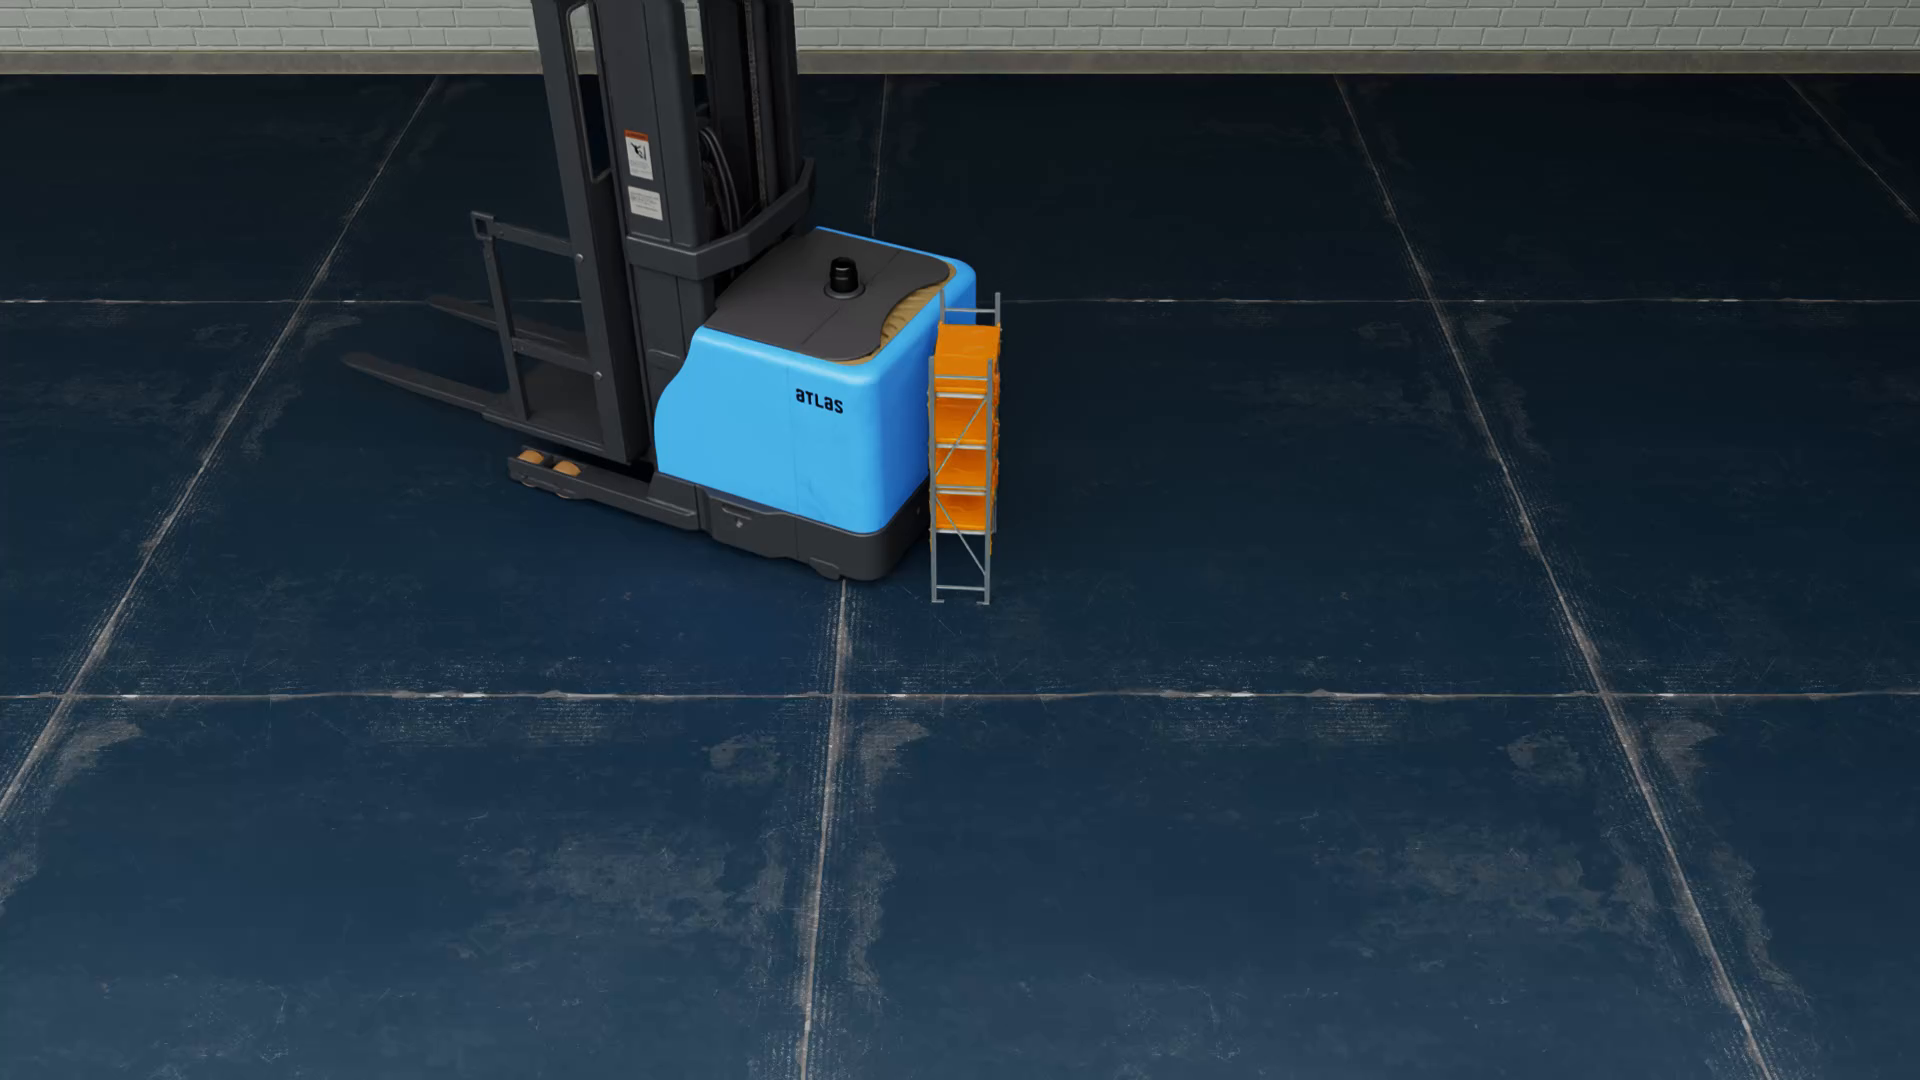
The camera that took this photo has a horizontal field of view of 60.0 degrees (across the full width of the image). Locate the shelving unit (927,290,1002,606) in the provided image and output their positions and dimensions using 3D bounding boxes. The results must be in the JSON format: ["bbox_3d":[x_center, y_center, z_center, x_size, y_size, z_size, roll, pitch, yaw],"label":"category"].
[{"bbox_3d":[0.022,-0.358,6.737,0.258,1.200,0.503,3,39,3],"label":"shelving unit"}]

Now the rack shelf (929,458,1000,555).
[{"bbox_3d":[0.022,-0.151,6.904,0.258,0.148,0.480,3,39,3],"label":"rack shelf"}]

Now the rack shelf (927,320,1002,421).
[{"bbox_3d":[0.022,-0.665,6.492,0.258,0.148,0.480,3,39,3],"label":"rack shelf"}]

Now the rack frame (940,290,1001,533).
[{"bbox_3d":[0.040,-0.510,6.927,0.240,1.200,0.015,3,39,3],"label":"rack frame"}]

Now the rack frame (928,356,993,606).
[{"bbox_3d":[0.003,-0.206,6.547,0.240,1.200,0.015,3,39,3],"label":"rack frame"}]

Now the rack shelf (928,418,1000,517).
[{"bbox_3d":[0.022,-0.306,6.779,0.258,0.148,0.480,3,39,3],"label":"rack shelf"}]

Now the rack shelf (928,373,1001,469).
[{"bbox_3d":[0.022,-0.480,6.639,0.258,0.148,0.480,3,39,3],"label":"rack shelf"}]

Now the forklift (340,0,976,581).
[{"bbox_3d":[-1.471,-1.607,6.912,3.031,2.935,1.130,17,42,20],"label":"forklift"}]
